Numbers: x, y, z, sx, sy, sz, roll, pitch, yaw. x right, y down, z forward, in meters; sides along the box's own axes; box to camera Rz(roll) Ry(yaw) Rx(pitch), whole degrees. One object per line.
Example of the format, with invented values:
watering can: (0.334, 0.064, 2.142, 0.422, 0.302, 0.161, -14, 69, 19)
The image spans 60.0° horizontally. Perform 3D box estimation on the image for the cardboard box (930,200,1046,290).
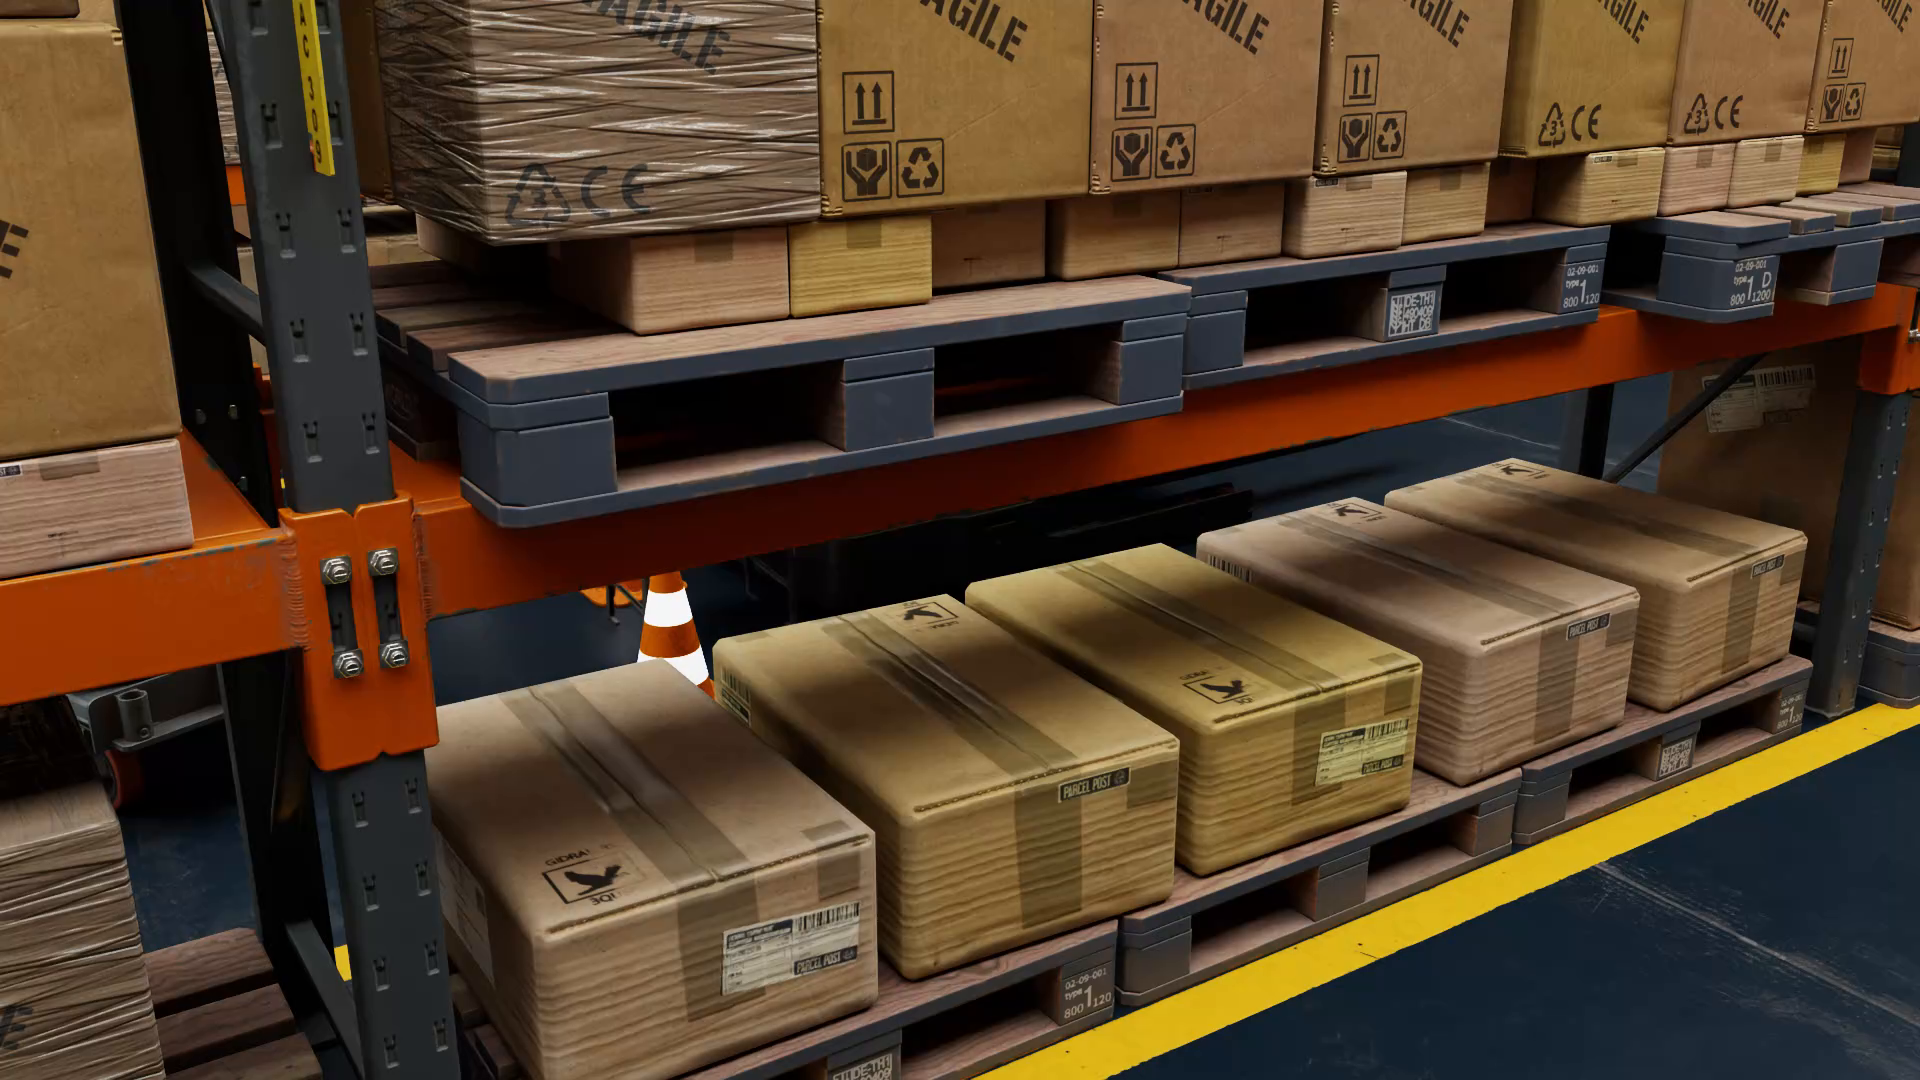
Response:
cardboard box: (-0.054, -0.549, 2.922, 0.250, 0.149, 0.380, -10, 21, -28)

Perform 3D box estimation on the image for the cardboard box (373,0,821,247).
cardboard box: (-0.548, -0.738, 2.466, 0.500, 0.500, 0.500, -11, 22, -30)

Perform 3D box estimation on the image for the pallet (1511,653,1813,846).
pallet: (1.590, 0.409, 4.705, 1.213, 0.211, 1.003, -12, 22, -31)

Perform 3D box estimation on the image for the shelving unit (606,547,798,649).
shelving unit: (-0.810, -0.716, 5.055, 0.503, 2.100, 0.431, -9, 22, -28)

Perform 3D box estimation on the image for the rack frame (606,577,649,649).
rack frame: (-1.022, -0.682, 4.939, 0.015, 2.100, 0.400, -9, 22, -28)

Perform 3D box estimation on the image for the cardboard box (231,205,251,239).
cardboard box: (-5.147, -2.299, 11.579, 0.500, 0.500, 0.700, -14, 23, -36)

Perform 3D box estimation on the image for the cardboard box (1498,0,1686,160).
cardboard box: (1.170, -1.099, 3.534, 0.500, 0.500, 0.500, -14, 23, -35)

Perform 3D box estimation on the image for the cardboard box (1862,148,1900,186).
cardboard box: (2.791, -0.997, 4.744, 0.500, 0.250, 0.500, -12, 22, -32)

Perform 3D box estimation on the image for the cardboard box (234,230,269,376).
cardboard box: (-3.435, -0.917, 7.131, 0.750, 0.750, 1.050, -12, 22, -32)

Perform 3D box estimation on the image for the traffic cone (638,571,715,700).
traffic cone: (-0.831, 0.264, 4.740, 0.334, 0.463, 0.336, -12, 22, -31)

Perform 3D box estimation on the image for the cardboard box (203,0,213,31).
cardboard box: (-3.064, -2.352, 6.801, 0.500, 0.500, 0.700, -12, 22, -32)

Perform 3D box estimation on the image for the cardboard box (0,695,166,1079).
cardboard box: (-1.443, 0.580, 2.312, 0.500, 0.500, 0.500, -12, 22, -32)

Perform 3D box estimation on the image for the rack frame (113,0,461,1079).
rack frame: (-1.097, -0.344, 2.580, 0.127, 3.000, 1.000, -12, 22, -31)

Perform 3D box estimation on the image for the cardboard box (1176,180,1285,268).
cardboard box: (0.392, -0.626, 3.151, 0.250, 0.149, 0.380, -12, 22, -31)

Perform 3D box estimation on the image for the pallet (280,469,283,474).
pallet: (-3.301, -0.486, 7.352, 1.213, 0.211, 1.003, -12, 22, -31)

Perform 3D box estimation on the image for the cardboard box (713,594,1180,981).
cardboard box: (-0.062, 0.481, 3.586, 0.625, 0.372, 0.950, -10, 21, -28)

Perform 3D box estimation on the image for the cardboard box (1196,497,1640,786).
cardboard box: (1.155, 0.226, 4.340, 0.625, 0.372, 0.950, -12, 22, -32)

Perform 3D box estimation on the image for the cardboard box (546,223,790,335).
cardboard box: (-0.462, -0.437, 2.591, 0.250, 0.149, 0.380, -12, 22, -31)

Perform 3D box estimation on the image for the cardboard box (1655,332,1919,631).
cardboard box: (2.866, -0.341, 5.231, 0.875, 0.875, 0.875, -12, 22, -32)

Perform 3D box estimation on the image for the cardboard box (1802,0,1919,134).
cardboard box: (2.017, -1.282, 4.076, 0.500, 0.500, 0.500, -13, 22, -33)

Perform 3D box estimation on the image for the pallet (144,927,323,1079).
pallet: (-1.638, 1.104, 2.649, 1.213, 0.211, 1.003, -12, 22, -31)

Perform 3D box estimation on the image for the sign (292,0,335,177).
sign: (-0.792, -0.611, 2.016, 0.005, 0.325, 0.100, -12, 22, -31)

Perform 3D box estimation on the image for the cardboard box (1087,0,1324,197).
cardboard box: (0.291, -0.909, 2.975, 0.500, 0.500, 0.500, -12, 22, -32)

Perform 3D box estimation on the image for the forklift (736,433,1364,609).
forklift: (0.502, -1.508, 6.129, 3.031, 2.935, 1.130, -13, 23, -34)

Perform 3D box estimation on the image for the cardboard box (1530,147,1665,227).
cardboard box: (1.293, -0.791, 3.637, 0.250, 0.149, 0.380, -11, 22, -30)

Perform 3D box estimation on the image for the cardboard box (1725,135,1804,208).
cardboard box: (1.730, -0.885, 3.916, 0.250, 0.149, 0.380, -12, 22, -32)

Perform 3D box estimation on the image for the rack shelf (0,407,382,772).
rack shelf: (-2.767, 0.349, 1.653, 4.000, 0.370, 1.077, -12, 22, -31)

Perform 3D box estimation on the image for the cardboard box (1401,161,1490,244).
cardboard box: (0.849, -0.714, 3.410, 0.250, 0.149, 0.380, -13, 22, -33)

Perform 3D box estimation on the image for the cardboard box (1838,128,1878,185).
cardboard box: (2.099, -1.008, 4.280, 0.250, 0.149, 0.380, -11, 22, -29)

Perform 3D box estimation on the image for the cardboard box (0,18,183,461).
cardboard box: (-1.331, -0.388, 2.088, 0.500, 0.500, 0.500, -13, 22, -33)

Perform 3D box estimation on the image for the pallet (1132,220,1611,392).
pallet: (0.613, -0.598, 3.631, 1.213, 0.211, 1.003, -12, 22, -31)

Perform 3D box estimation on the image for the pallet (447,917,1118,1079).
pallet: (-0.447, 0.839, 3.433, 1.213, 0.211, 1.003, -12, 22, -31)

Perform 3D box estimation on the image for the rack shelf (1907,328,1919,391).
rack shelf: (3.914, -1.060, 5.821, 4.000, 0.370, 1.077, -12, 22, -31)
